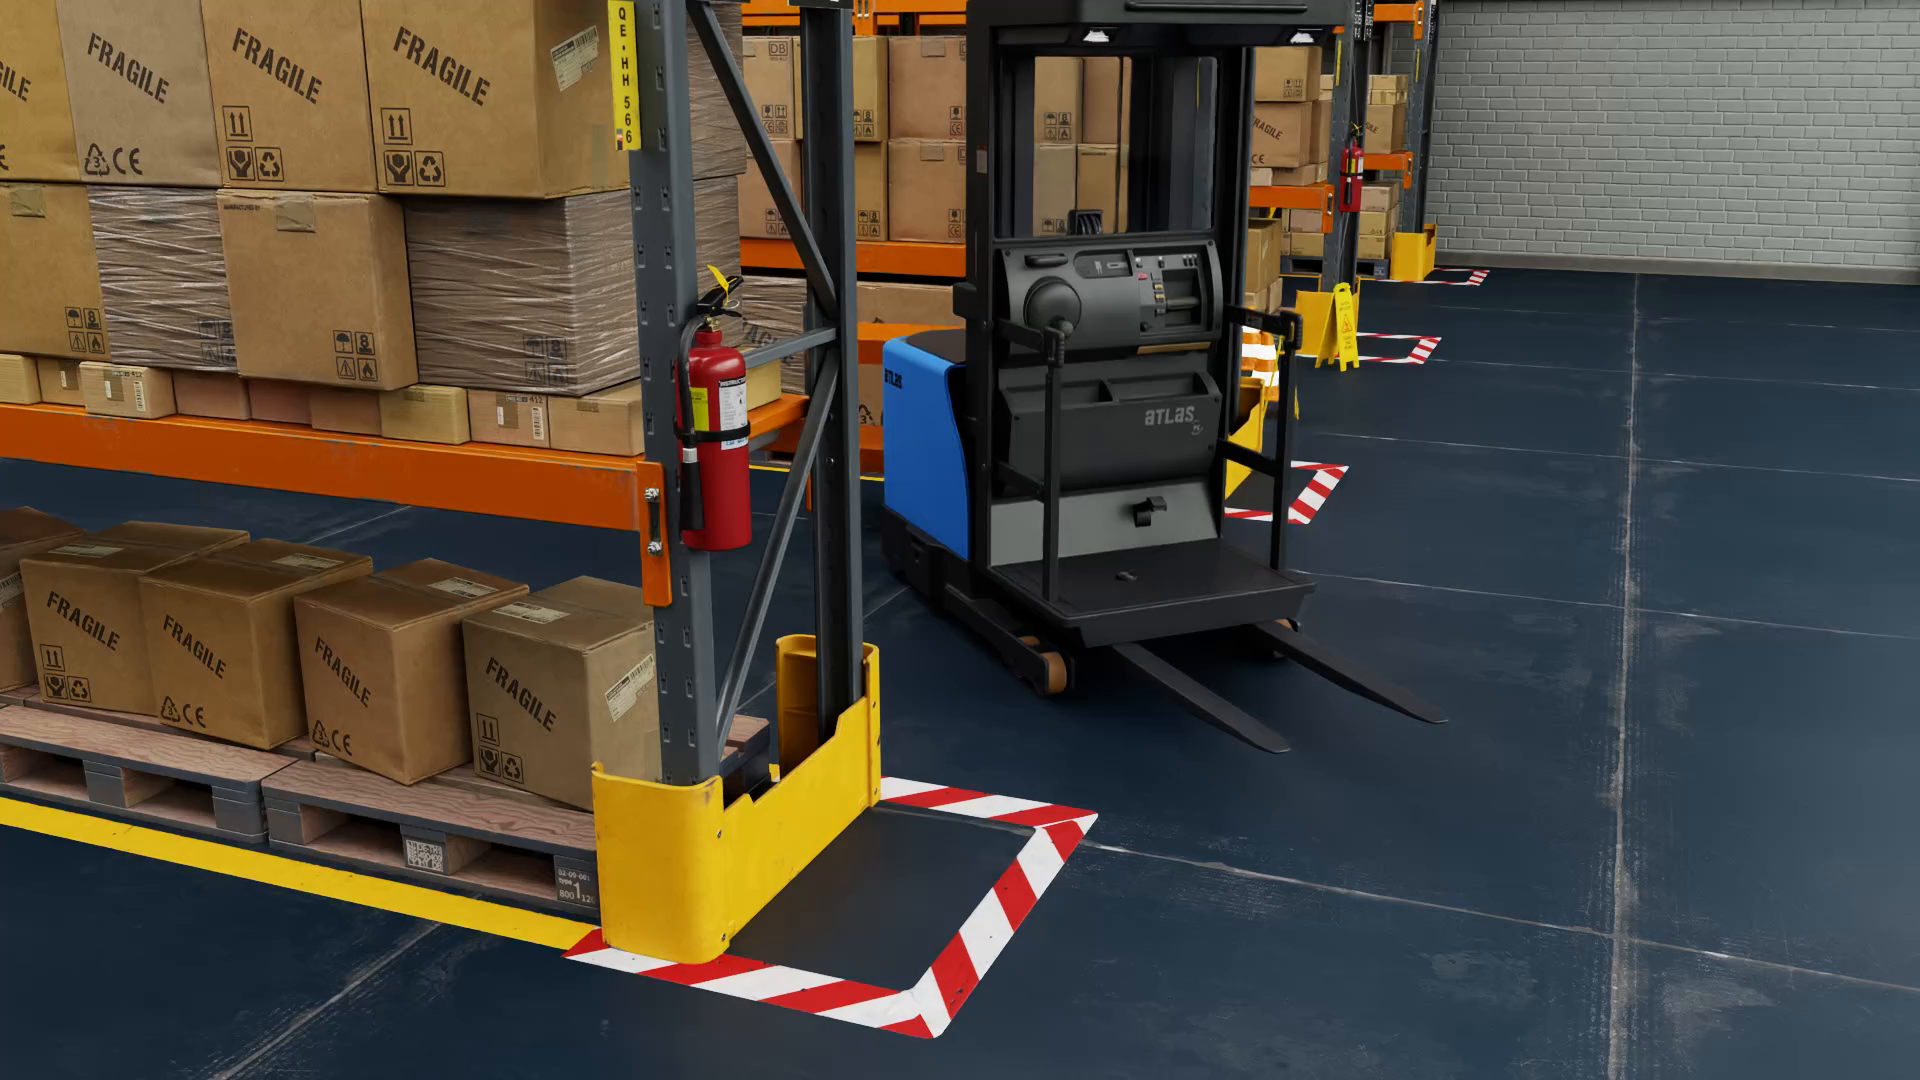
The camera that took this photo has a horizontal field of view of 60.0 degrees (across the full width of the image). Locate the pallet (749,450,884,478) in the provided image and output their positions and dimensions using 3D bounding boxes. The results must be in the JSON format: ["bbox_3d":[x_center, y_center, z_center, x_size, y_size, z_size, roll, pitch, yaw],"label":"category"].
[{"bbox_3d":[-0.528,-0.609,9.894,1.213,0.211,1.003,6,17,21],"label":"pallet"}]

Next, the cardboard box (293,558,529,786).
[{"bbox_3d":[-1.682,0.393,5.172,0.500,0.500,0.500,12,20,35],"label":"cardboard box"}]

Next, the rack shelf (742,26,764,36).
[{"bbox_3d":[-4.387,-6.462,20.961,4.000,0.370,1.077,6,17,21],"label":"rack shelf"}]

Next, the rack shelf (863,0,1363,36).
[{"bbox_3d":[1.238,-4.356,13.707,4.000,0.370,1.077,6,17,21],"label":"rack shelf"}]

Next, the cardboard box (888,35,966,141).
[{"bbox_3d":[0.028,-2.525,9.286,0.550,0.550,0.875,6,17,21],"label":"cardboard box"}]

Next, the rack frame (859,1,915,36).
[{"bbox_3d":[-0.623,-3.465,14.729,0.127,3.000,1.000,6,17,21],"label":"rack frame"}]

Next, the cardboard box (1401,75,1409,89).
[{"bbox_3d":[4.682,-4.936,17.919,0.250,0.149,0.380,6,17,20],"label":"cardboard box"}]

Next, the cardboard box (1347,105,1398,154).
[{"bbox_3d":[4.362,-4.374,17.680,0.500,0.500,0.500,6,17,19],"label":"cardboard box"}]

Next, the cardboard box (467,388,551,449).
[{"bbox_3d":[-1.111,-0.366,4.506,0.250,0.149,0.380,6,17,21],"label":"cardboard box"}]

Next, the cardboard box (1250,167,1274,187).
[{"bbox_3d":[2.395,-2.915,13.286,0.250,0.149,0.380,6,17,20],"label":"cardboard box"}]

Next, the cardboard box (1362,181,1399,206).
[{"bbox_3d":[4.538,-3.803,18.279,0.500,0.250,0.500,6,17,20],"label":"cardboard box"}]

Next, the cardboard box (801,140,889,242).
[{"bbox_3d":[-0.489,-2.044,9.565,0.500,0.550,0.875,6,17,21],"label":"cardboard box"}]

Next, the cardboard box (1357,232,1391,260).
[{"bbox_3d":[4.363,-3.191,17.964,0.500,0.250,0.500,6,17,21],"label":"cardboard box"}]

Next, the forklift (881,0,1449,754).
[{"bbox_3d":[0.680,-0.963,6.234,1.130,2.935,3.031,-7,18,-22],"label":"forklift"}]

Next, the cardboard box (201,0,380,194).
[{"bbox_3d":[-1.608,-1.199,4.416,0.500,0.500,0.500,6,17,21],"label":"cardboard box"}]

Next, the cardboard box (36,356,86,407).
[{"bbox_3d":[-2.520,-0.511,5.003,0.250,0.149,0.380,6,17,21],"label":"cardboard box"}]

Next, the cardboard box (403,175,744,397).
[{"bbox_3d":[-1.040,-0.740,4.630,0.500,0.500,0.875,6,17,21],"label":"cardboard box"}]

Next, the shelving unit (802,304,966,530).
[{"bbox_3d":[-0.192,-0.622,8.299,1.048,1.125,0.538,4,17,15],"label":"shelving unit"}]

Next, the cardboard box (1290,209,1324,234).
[{"bbox_3d":[3.886,-3.488,18.089,0.500,0.250,0.500,6,17,20],"label":"cardboard box"}]

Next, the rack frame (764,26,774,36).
[{"bbox_3d":[-2.526,-5.162,20.575,0.127,3.000,1.000,6,17,21],"label":"rack frame"}]

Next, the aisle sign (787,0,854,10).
[{"bbox_3d":[-0.370,-1.806,4.350,0.004,0.787,0.394,6,17,21],"label":"aisle sign"}]

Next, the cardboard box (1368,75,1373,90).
[{"bbox_3d":[4.264,-4.845,17.607,0.250,0.149,0.380,6,17,21],"label":"cardboard box"}]

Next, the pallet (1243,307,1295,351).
[{"bbox_3d":[2.285,-1.817,14.053,1.213,0.211,1.003,6,17,21],"label":"pallet"}]

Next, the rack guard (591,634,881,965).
[{"bbox_3d":[-0.609,0.707,4.842,0.348,0.500,1.175,6,17,21],"label":"rack guard"}]

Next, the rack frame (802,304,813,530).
[{"bbox_3d":[-0.682,-0.660,8.429,0.032,1.125,0.500,4,17,15],"label":"rack frame"}]

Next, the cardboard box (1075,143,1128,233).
[{"bbox_3d":[1.014,-1.860,8.931,0.550,0.550,0.875,6,17,21],"label":"cardboard box"}]

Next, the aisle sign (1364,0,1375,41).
[{"bbox_3d":[3.269,-4.378,13.213,0.004,0.787,0.394,6,17,21],"label":"aisle sign"}]

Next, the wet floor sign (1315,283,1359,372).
[{"bbox_3d":[2.882,-1.628,12.625,0.232,0.644,0.267,14,21,40],"label":"wet floor sign"}]

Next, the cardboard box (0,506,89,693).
[{"bbox_3d":[-3.366,0.212,5.794,0.500,0.500,0.500,13,21,38],"label":"cardboard box"}]

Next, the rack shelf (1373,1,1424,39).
[{"bbox_3d":[3.055,-5.643,18.142,4.000,0.370,1.077,6,17,21],"label":"rack shelf"}]

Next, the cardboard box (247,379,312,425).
[{"bbox_3d":[-1.807,-0.445,4.775,0.250,0.149,0.380,6,17,21],"label":"cardboard box"}]

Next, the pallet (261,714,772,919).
[{"bbox_3d":[-1.352,0.753,5.200,1.213,0.211,1.003,6,17,21],"label":"pallet"}]

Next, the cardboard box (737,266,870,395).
[{"bbox_3d":[-0.946,-1.179,9.911,0.875,0.875,0.875,6,17,21],"label":"cardboard box"}]

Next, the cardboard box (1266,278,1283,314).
[{"bbox_3d":[2.449,-2.091,14.176,0.500,0.250,0.500,6,17,20],"label":"cardboard box"}]

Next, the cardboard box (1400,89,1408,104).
[{"bbox_3d":[4.695,-4.805,18.003,0.250,0.149,0.380,6,17,19],"label":"cardboard box"}]

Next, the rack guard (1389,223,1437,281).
[{"bbox_3d":[4.938,-3.141,18.096,0.348,0.500,1.175,6,17,21],"label":"rack guard"}]

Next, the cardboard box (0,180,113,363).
[{"bbox_3d":[-2.459,-0.877,5.100,0.500,0.500,0.875,6,17,21],"label":"cardboard box"}]

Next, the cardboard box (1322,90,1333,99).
[{"bbox_3d":[4.023,-4.727,17.733,0.250,0.149,0.380,7,17,22],"label":"cardboard box"}]

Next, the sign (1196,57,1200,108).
[{"bbox_3d":[1.164,-2.292,8.188,0.005,0.325,0.100,6,17,21],"label":"sign"}]

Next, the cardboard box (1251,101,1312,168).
[{"bbox_3d":[2.492,-3.231,13.210,0.500,0.500,0.500,6,17,20],"label":"cardboard box"}]
